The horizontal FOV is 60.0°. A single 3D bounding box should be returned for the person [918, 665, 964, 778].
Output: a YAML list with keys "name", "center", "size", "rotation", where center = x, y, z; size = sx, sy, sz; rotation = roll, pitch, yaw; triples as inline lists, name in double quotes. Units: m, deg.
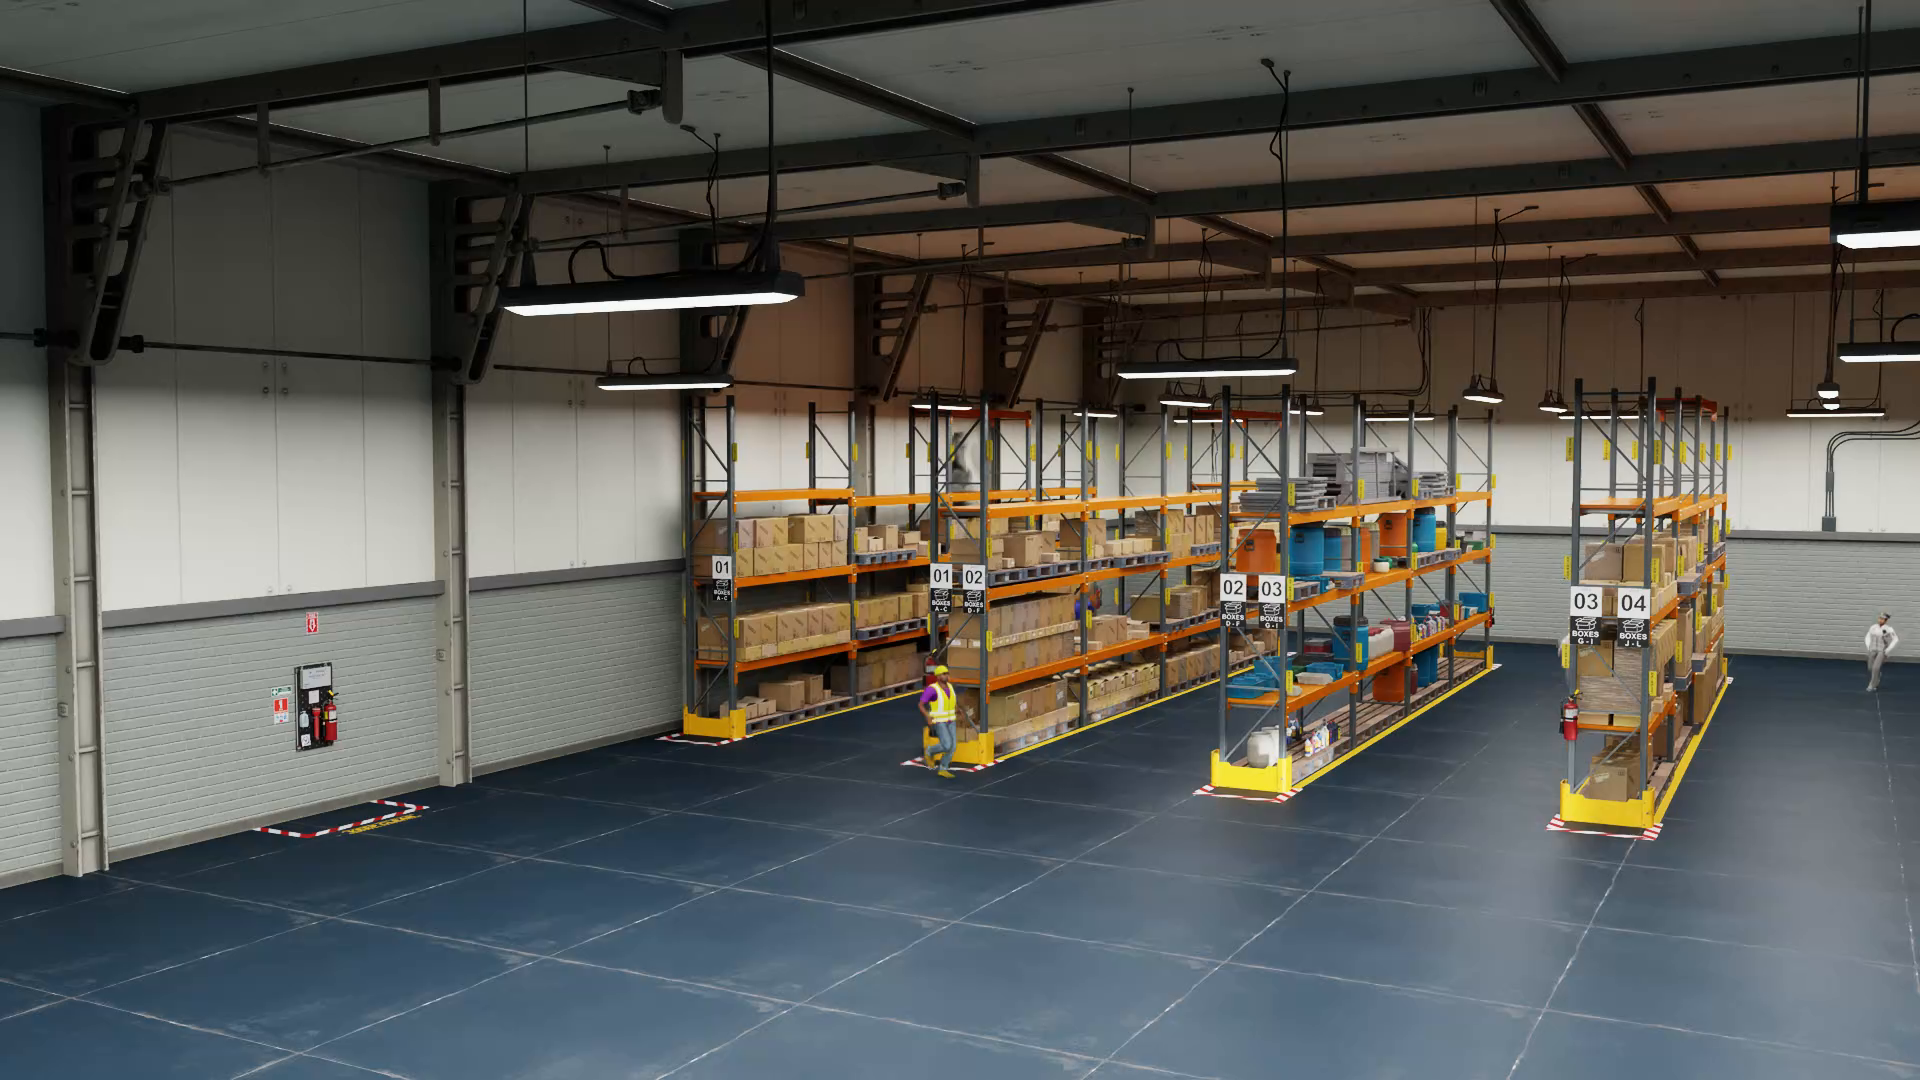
- name: "person"
  center: [-0.273, 2.800, 25.688]
  size: [0.719, 1.728, 0.591]
  rotation: [-3, 4, -41]

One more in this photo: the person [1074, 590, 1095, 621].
- name: "person"
  center: [2.691, 1.932, 37.474]
  size: [0.562, 1.638, 0.562]
  rotation: [2, 3, 29]

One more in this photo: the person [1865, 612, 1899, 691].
- name: "person"
  center: [19.428, 2.345, 35.058]
  size: [0.675, 1.675, 0.649]
  rotation: [-2, 4, -39]

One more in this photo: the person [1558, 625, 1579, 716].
- name: "person"
  center: [11.821, 2.445, 31.922]
  size: [0.652, 1.754, 0.893]
  rotation: [1, 3, 23]
